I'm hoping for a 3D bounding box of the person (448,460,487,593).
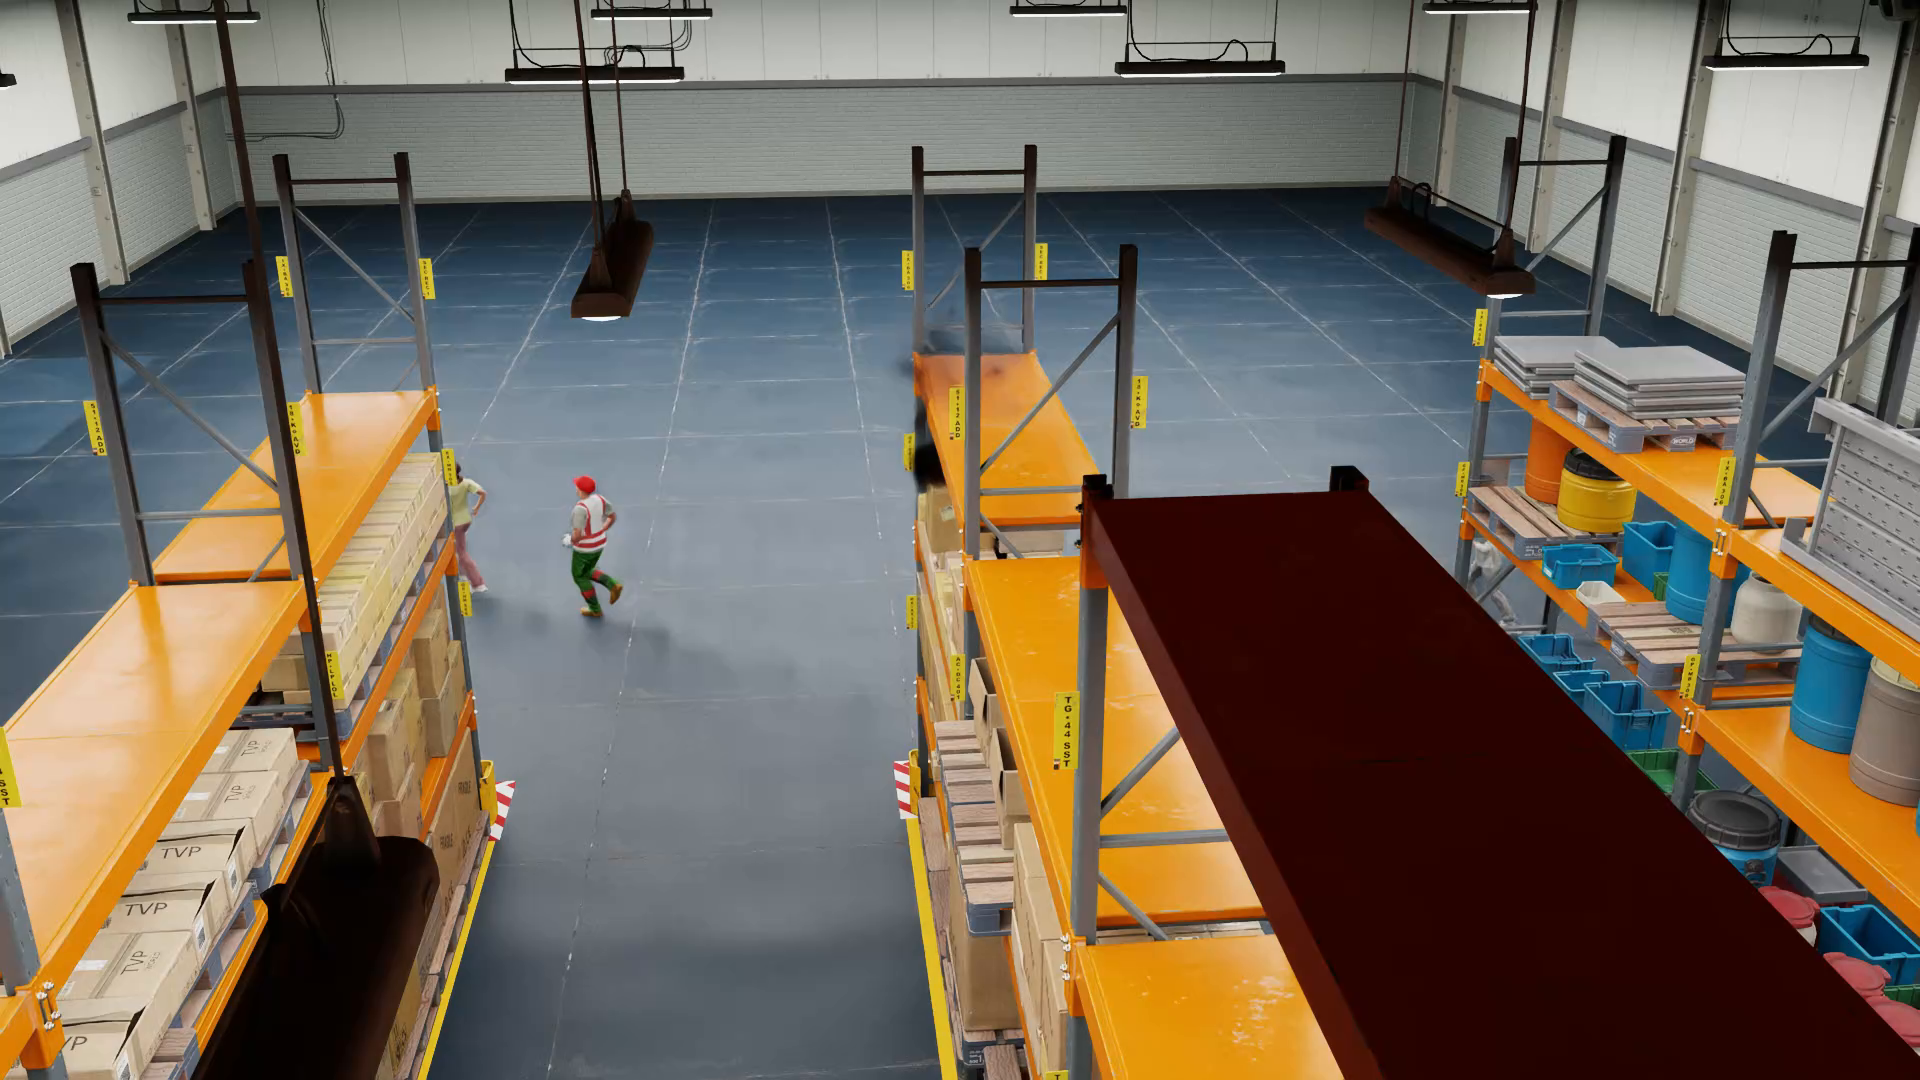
[{"bbox_3d":[-5.954,-0.148,19.755,0.715,1.714,0.544,10,24,24],"label":"person"}]

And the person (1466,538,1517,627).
[{"bbox_3d":[5.964,0.289,18.735,0.721,1.645,0.506,5,22,12],"label":"person"}]

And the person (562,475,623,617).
[{"bbox_3d":[-4.229,0.080,19.103,0.601,1.739,0.659,11,24,25],"label":"person"}]
